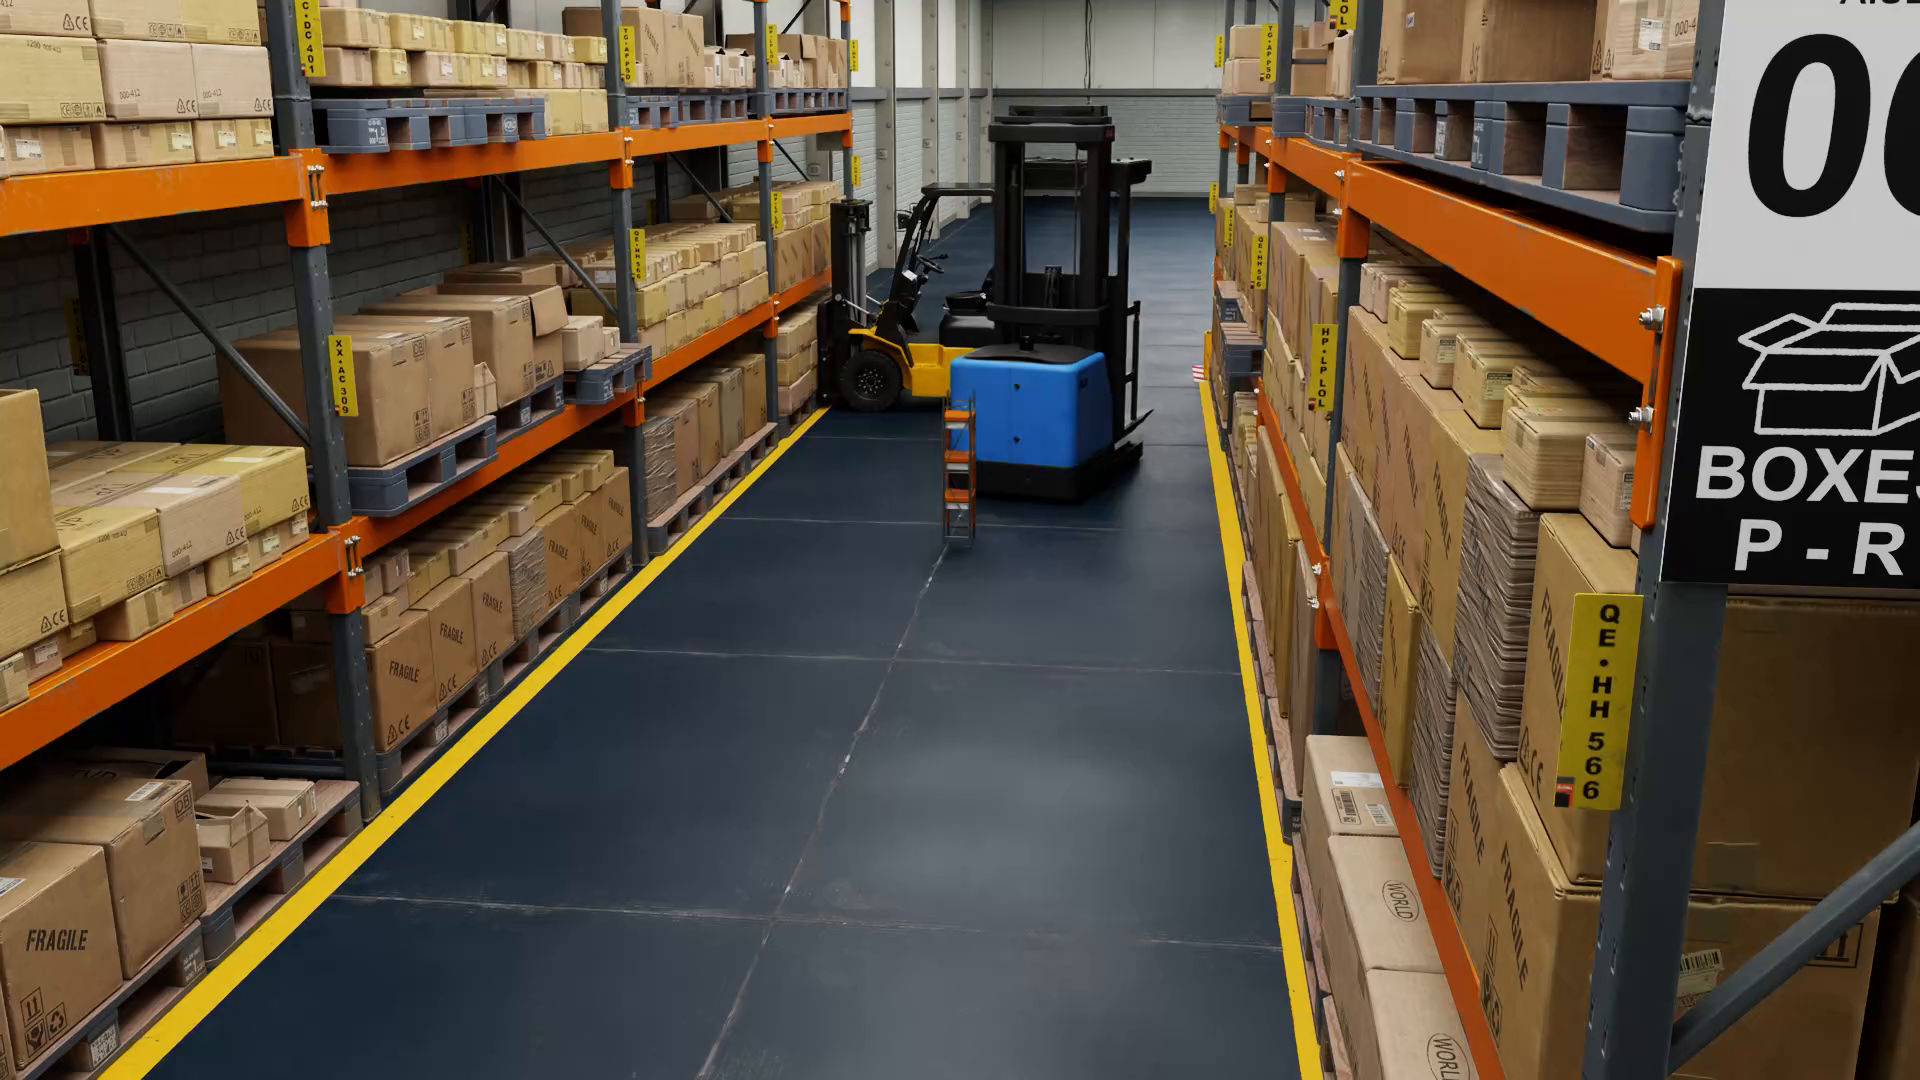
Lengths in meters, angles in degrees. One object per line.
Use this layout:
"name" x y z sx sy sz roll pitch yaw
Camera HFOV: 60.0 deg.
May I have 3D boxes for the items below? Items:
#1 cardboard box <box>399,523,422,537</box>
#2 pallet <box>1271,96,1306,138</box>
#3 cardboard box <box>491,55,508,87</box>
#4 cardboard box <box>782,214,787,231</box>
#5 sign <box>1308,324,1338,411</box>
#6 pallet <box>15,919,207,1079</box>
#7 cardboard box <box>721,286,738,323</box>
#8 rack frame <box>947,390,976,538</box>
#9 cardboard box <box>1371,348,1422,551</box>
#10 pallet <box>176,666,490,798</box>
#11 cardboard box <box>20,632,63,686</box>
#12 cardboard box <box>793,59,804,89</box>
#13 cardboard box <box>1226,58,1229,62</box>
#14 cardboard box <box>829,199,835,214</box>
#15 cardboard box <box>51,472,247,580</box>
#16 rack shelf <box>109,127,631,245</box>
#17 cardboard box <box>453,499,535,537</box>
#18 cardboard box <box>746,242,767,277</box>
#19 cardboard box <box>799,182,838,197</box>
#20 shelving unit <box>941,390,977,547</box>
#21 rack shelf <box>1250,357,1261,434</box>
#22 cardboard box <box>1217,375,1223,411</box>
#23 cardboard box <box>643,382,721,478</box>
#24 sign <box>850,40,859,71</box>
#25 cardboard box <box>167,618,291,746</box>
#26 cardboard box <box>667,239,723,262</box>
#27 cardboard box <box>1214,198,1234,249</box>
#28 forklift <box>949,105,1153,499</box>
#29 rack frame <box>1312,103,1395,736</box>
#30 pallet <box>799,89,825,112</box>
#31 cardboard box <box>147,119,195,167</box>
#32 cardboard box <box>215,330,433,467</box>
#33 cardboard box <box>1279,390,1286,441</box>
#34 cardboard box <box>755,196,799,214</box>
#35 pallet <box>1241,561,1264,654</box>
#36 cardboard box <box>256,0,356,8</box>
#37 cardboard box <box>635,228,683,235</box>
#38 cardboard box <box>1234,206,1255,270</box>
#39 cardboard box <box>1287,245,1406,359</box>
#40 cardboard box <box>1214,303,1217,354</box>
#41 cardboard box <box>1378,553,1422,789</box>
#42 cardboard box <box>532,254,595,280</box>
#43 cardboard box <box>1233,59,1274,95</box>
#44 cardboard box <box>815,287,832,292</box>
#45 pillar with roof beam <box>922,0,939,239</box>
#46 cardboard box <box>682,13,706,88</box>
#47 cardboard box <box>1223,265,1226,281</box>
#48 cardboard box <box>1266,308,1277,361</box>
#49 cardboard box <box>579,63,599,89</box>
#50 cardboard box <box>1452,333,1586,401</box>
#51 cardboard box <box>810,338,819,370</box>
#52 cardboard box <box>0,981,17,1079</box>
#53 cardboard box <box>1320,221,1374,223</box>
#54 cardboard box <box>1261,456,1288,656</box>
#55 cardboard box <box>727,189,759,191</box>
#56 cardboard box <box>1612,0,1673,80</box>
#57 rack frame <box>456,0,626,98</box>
"cardboard box" -3.110 -0.071 8.919 0.380 0.149 0.250 1 15 4
"pallet" 2.336 -2.336 9.171 1.213 0.211 1.003 2 15 9
"cardboard box" -2.451 -2.299 8.156 0.380 0.149 0.250 2 15 8
"cardboard box" -1.798 -2.903 15.216 0.380 0.149 0.250 2 15 6
"sign" 1.364 -0.645 6.234 0.100 0.325 0.005 2 15 6
"pallet" -3.241 1.586 5.394 1.003 0.211 1.213 2 15 6
"cardboard box" -2.060 -1.862 13.087 0.500 0.250 0.500 2 15 7
"rack frame" 0.008 -0.525 11.591 0.200 1.050 0.008 2 15 6
"cardboard box" 1.478 -0.262 4.777 0.500 0.500 0.500 2 15 7
"pallet" -2.973 0.878 8.010 1.003 0.211 1.213 2 15 6
"cardboard box" -3.005 0.355 5.083 0.380 0.149 0.250 2 15 6
"cardboard box" -1.656 -4.341 15.484 0.396 0.266 0.258 1 15 5
"cardboard box" 2.812 -4.657 16.344 0.380 0.149 0.250 2 15 6
"cardboard box" -1.524 -3.499 17.421 0.380 0.149 0.250 2 15 7
"cardboard box" -2.885 -0.057 5.845 0.500 0.250 0.500 2 15 6
"rack shelf" -2.802 -1.875 8.483 1.077 0.370 4.000 2 15 6
"cardboard box" -2.558 -0.124 9.115 0.380 0.149 0.250 1 15 4
"cardboard box" -1.926 -2.365 13.991 0.500 0.250 0.500 1 15 5
"cardboard box" -1.502 -3.709 17.629 0.380 0.149 0.250 2 15 6
"shelving unit" -0.006 -0.493 11.474 0.215 1.050 0.252 2 15 6
"rack shelf" 2.582 -1.320 12.174 1.077 0.370 4.000 2 15 6
"cardboard box" 2.657 -1.361 15.410 0.500 0.250 0.500 1 15 5
"cardboard box" -2.351 -0.855 12.824 0.875 0.625 0.625 1 15 4
"sign" -1.136 -5.186 17.803 0.100 0.325 0.005 2 15 6
"cardboard box" -3.266 0.612 7.637 0.500 0.500 0.500 2 15 6
"cardboard box" -2.011 -2.194 12.594 0.380 0.149 0.250 1 15 5
"cardboard box" 2.930 -3.300 17.359 0.500 0.500 0.500 1 15 5
"forklift" 0.911 -2.066 13.687 1.130 2.935 3.031 6 16 20
"rack frame" 1.905 -0.111 6.325 1.000 3.000 0.127 2 15 6
"pallet" -1.914 -4.274 16.143 1.003 0.211 1.213 2 15 6
"cardboard box" -2.844 -1.348 5.635 0.380 0.149 0.250 2 15 8
"cardboard box" -2.751 -0.626 7.234 0.700 0.500 0.500 2 15 8
"cardboard box" 1.945 -0.687 8.742 0.500 0.250 0.500 2 15 8
"cardboard box" -1.703 -3.110 15.414 0.380 0.149 0.250 2 15 8
"pallet" 2.192 0.400 9.777 1.003 0.211 1.213 2 15 6
"cardboard box" -2.647 -2.245 6.593 0.396 0.266 0.258 2 15 6
"cardboard box" -2.489 -2.475 13.633 0.380 0.149 0.250 2 15 6
"cardboard box" 2.414 -2.337 12.992 0.500 0.500 0.500 2 15 6
"cardboard box" 1.877 -1.165 8.116 0.500 0.500 0.500 2 15 7
"cardboard box" 2.836 -2.117 16.773 0.500 0.500 0.500 1 15 4
"cardboard box" 1.410 0.348 4.437 0.500 0.500 0.500 2 15 8
"cardboard box" -2.732 -1.882 11.440 0.380 0.149 0.250 2 15 6
"cardboard box" 2.252 -3.361 12.083 0.500 0.250 0.500 2 15 6
"cardboard box" -1.416 -2.598 18.070 0.500 0.250 0.500 2 15 8
"pillar with roof beam" 3.661 -10.652 33.815 9.100 9.000 0.400 2 15 6
"cardboard box" -2.138 -3.485 11.871 0.500 0.500 0.500 2 15 8
"cardboard box" 2.704 -2.553 15.840 0.380 0.149 0.250 2 15 7
"cardboard box" 2.053 -1.193 9.657 0.500 0.250 0.500 2 15 6
"cardboard box" -2.377 -2.762 9.908 0.380 0.149 0.250 2 15 7
"cardboard box" 1.433 -0.416 4.106 0.380 0.149 0.250 2 15 8
"cardboard box" -1.641 -1.825 16.169 0.500 0.250 0.500 2 15 6
"cardboard box" -3.181 1.409 4.689 0.700 0.500 0.500 2 15 9
"cardboard box" 2.742 -1.926 11.472 0.500 0.500 0.500 2 15 7
"cardboard box" 2.091 0.083 8.875 0.875 0.875 0.875 2 15 7
"cardboard box" -2.127 -3.392 16.456 0.380 0.149 0.250 2 15 7
"cardboard box" 1.383 -0.881 2.914 0.380 0.149 0.250 1 15 2
"rack frame" -2.576 -4.189 9.915 1.000 3.000 0.127 2 15 6
